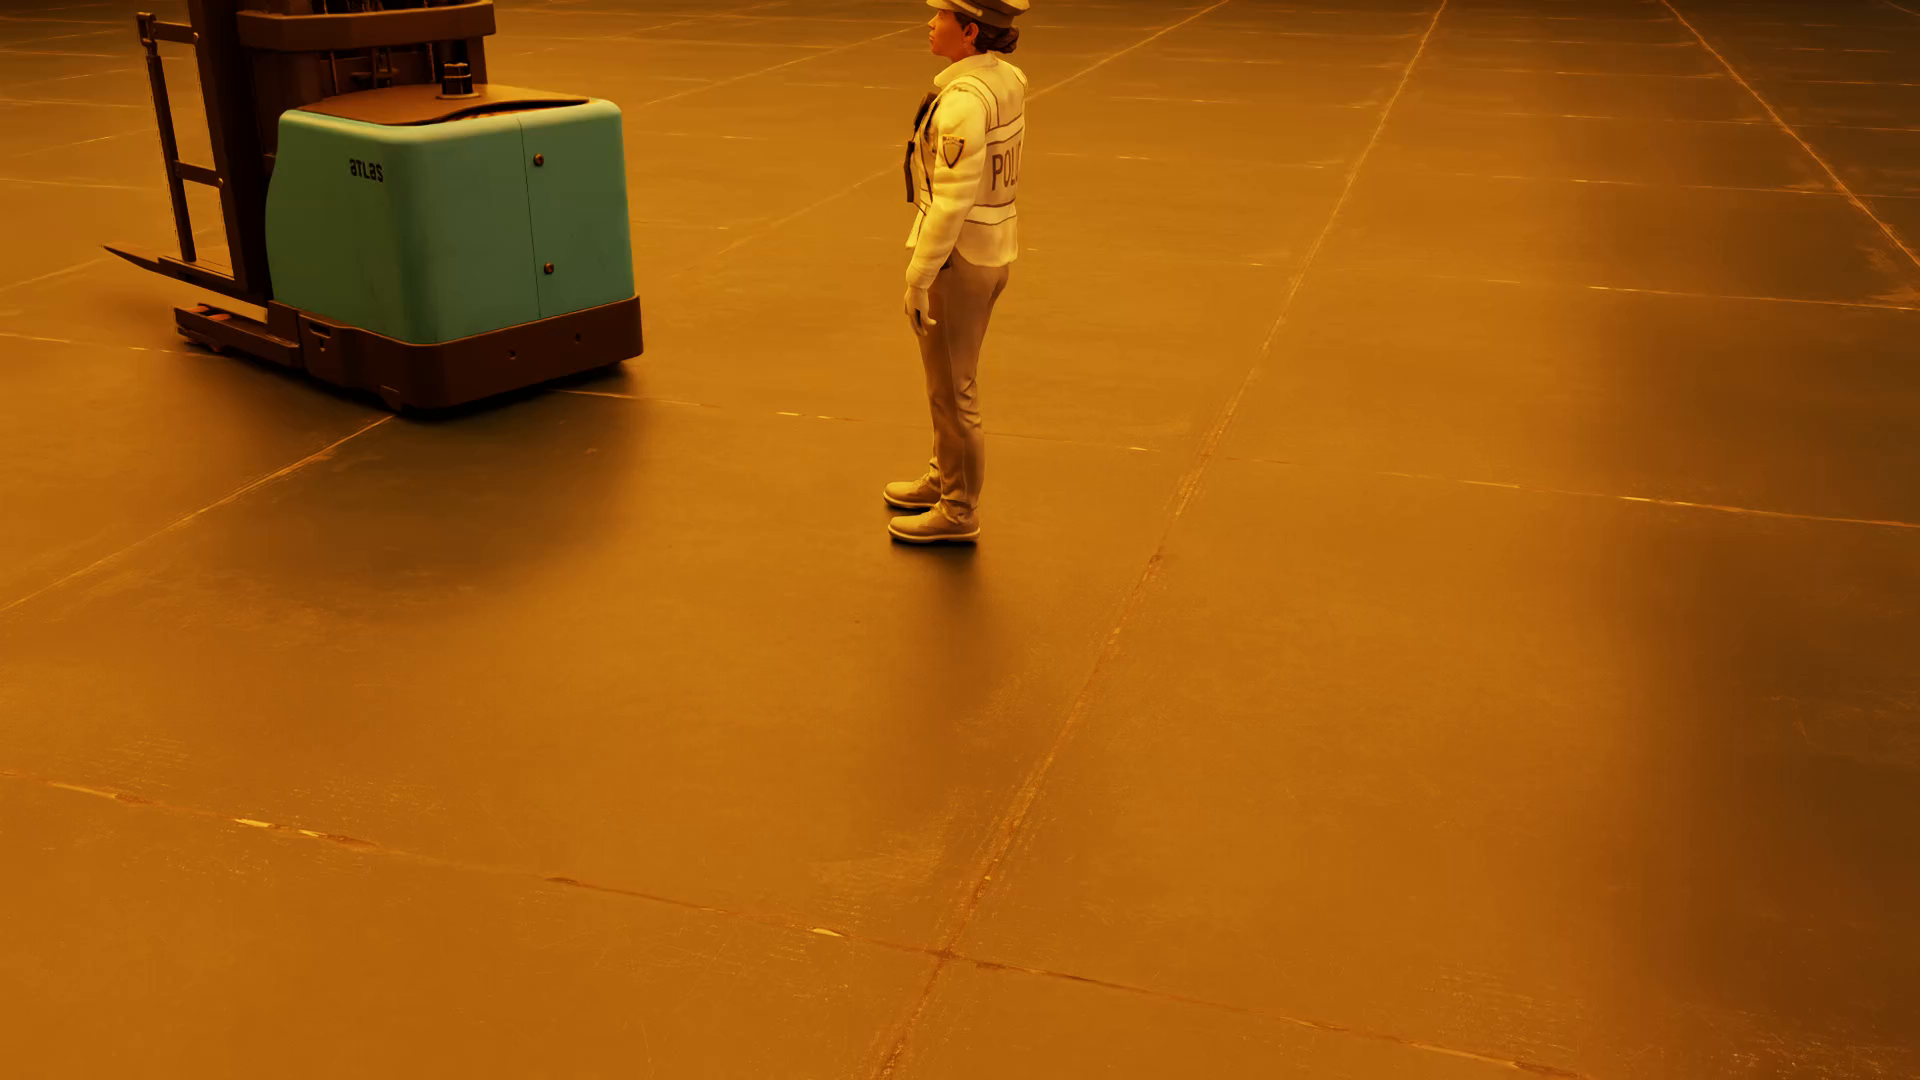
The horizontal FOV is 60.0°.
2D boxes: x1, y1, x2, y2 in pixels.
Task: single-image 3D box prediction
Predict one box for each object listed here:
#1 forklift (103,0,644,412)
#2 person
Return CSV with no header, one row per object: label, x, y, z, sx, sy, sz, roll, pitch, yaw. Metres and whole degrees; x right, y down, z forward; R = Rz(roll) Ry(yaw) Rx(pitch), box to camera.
forklift,-2.737,-2.281,6.804,3.031,2.935,1.130,18,29,37
person,-0.062,-0.800,4.819,0.533,1.696,0.588,7,23,16
